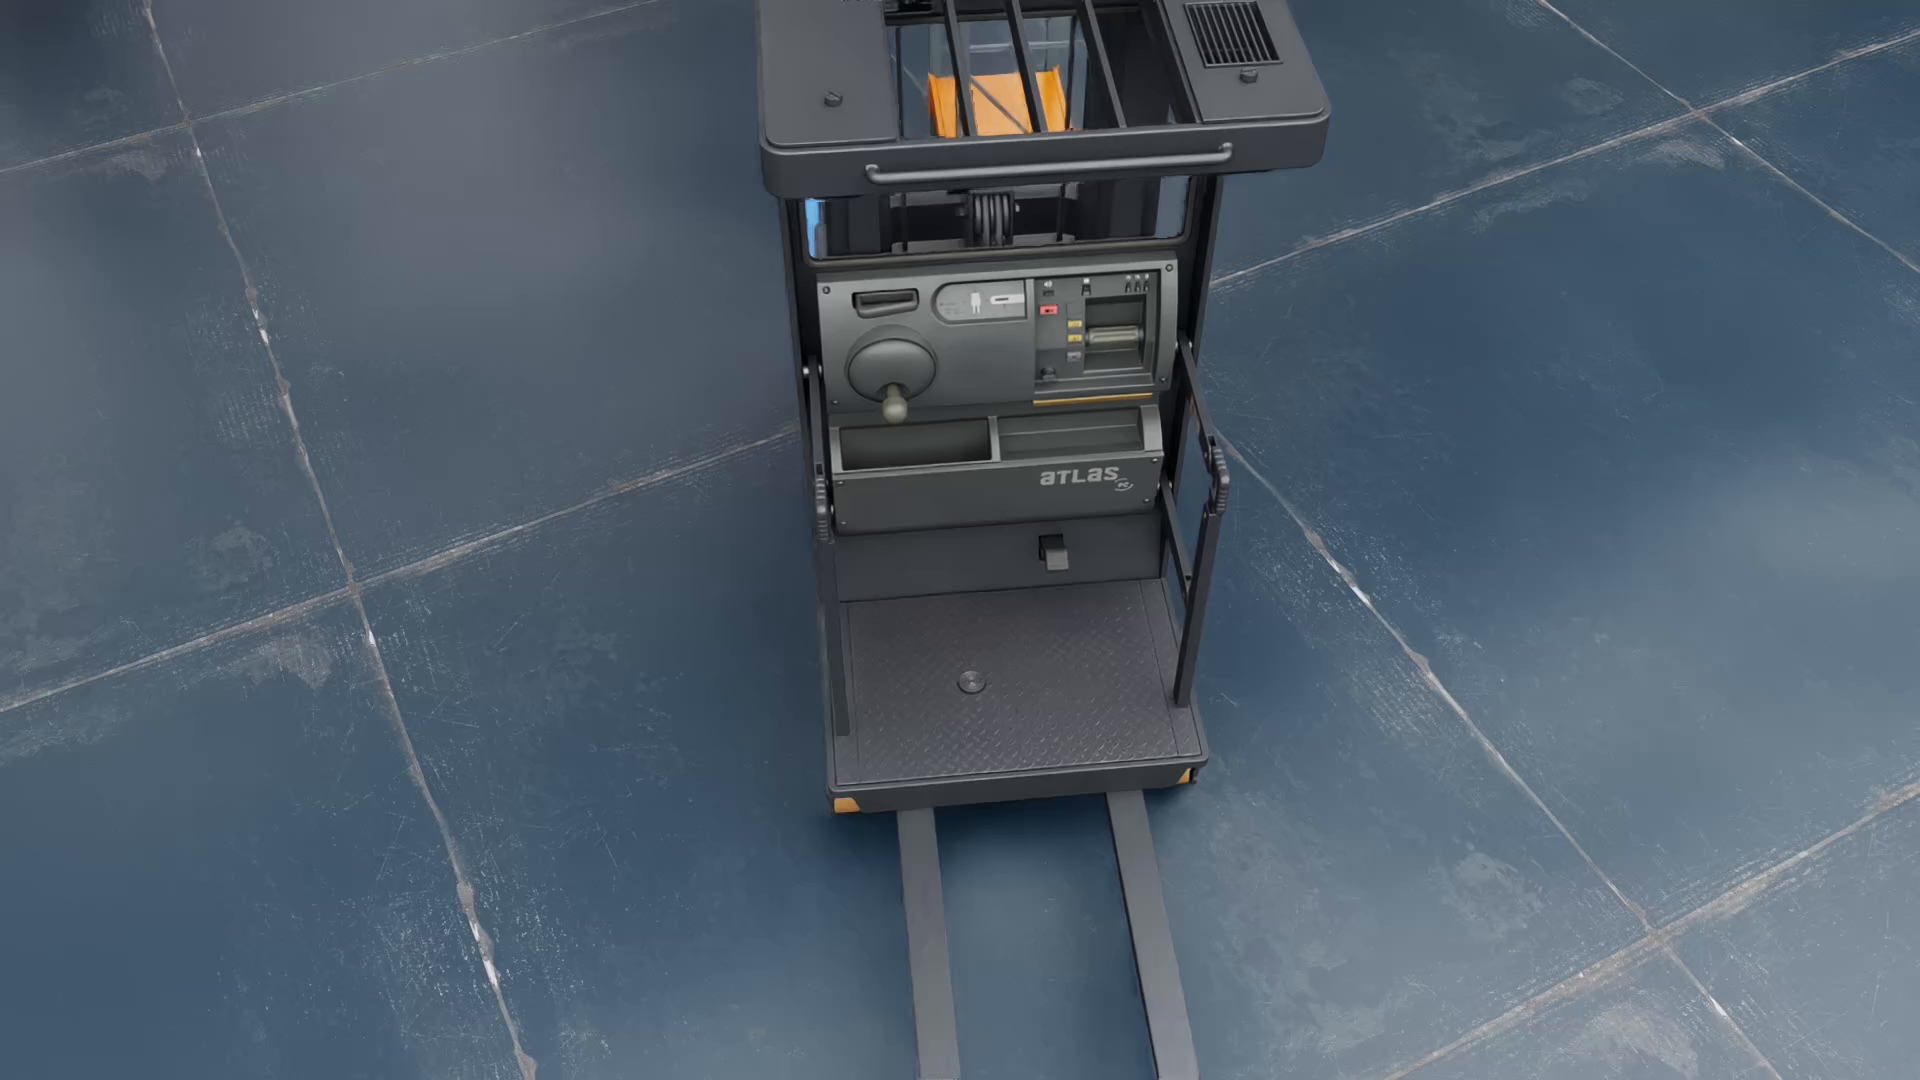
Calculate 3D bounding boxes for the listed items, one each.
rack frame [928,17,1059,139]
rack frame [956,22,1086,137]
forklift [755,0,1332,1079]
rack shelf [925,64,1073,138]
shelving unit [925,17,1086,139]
[{"bbox_3d":[0.129,-1.905,6.419,0.500,1.500,0.032,-5,49,-4],"label":"rack frame"},{"bbox_3d":[0.236,-1.144,5.754,0.500,1.500,0.032,-5,49,-4],"label":"rack frame"},{"bbox_3d":[0.125,-0.421,4.171,1.130,2.935,3.031,-4,49,-4],"label":"forklift"},{"bbox_3d":[0.182,-1.406,6.222,0.538,0.185,1.000,-5,49,-4],"label":"rack shelf"},{"bbox_3d":[0.182,-1.531,6.093,0.587,1.500,1.083,-5,49,-4],"label":"shelving unit"}]
